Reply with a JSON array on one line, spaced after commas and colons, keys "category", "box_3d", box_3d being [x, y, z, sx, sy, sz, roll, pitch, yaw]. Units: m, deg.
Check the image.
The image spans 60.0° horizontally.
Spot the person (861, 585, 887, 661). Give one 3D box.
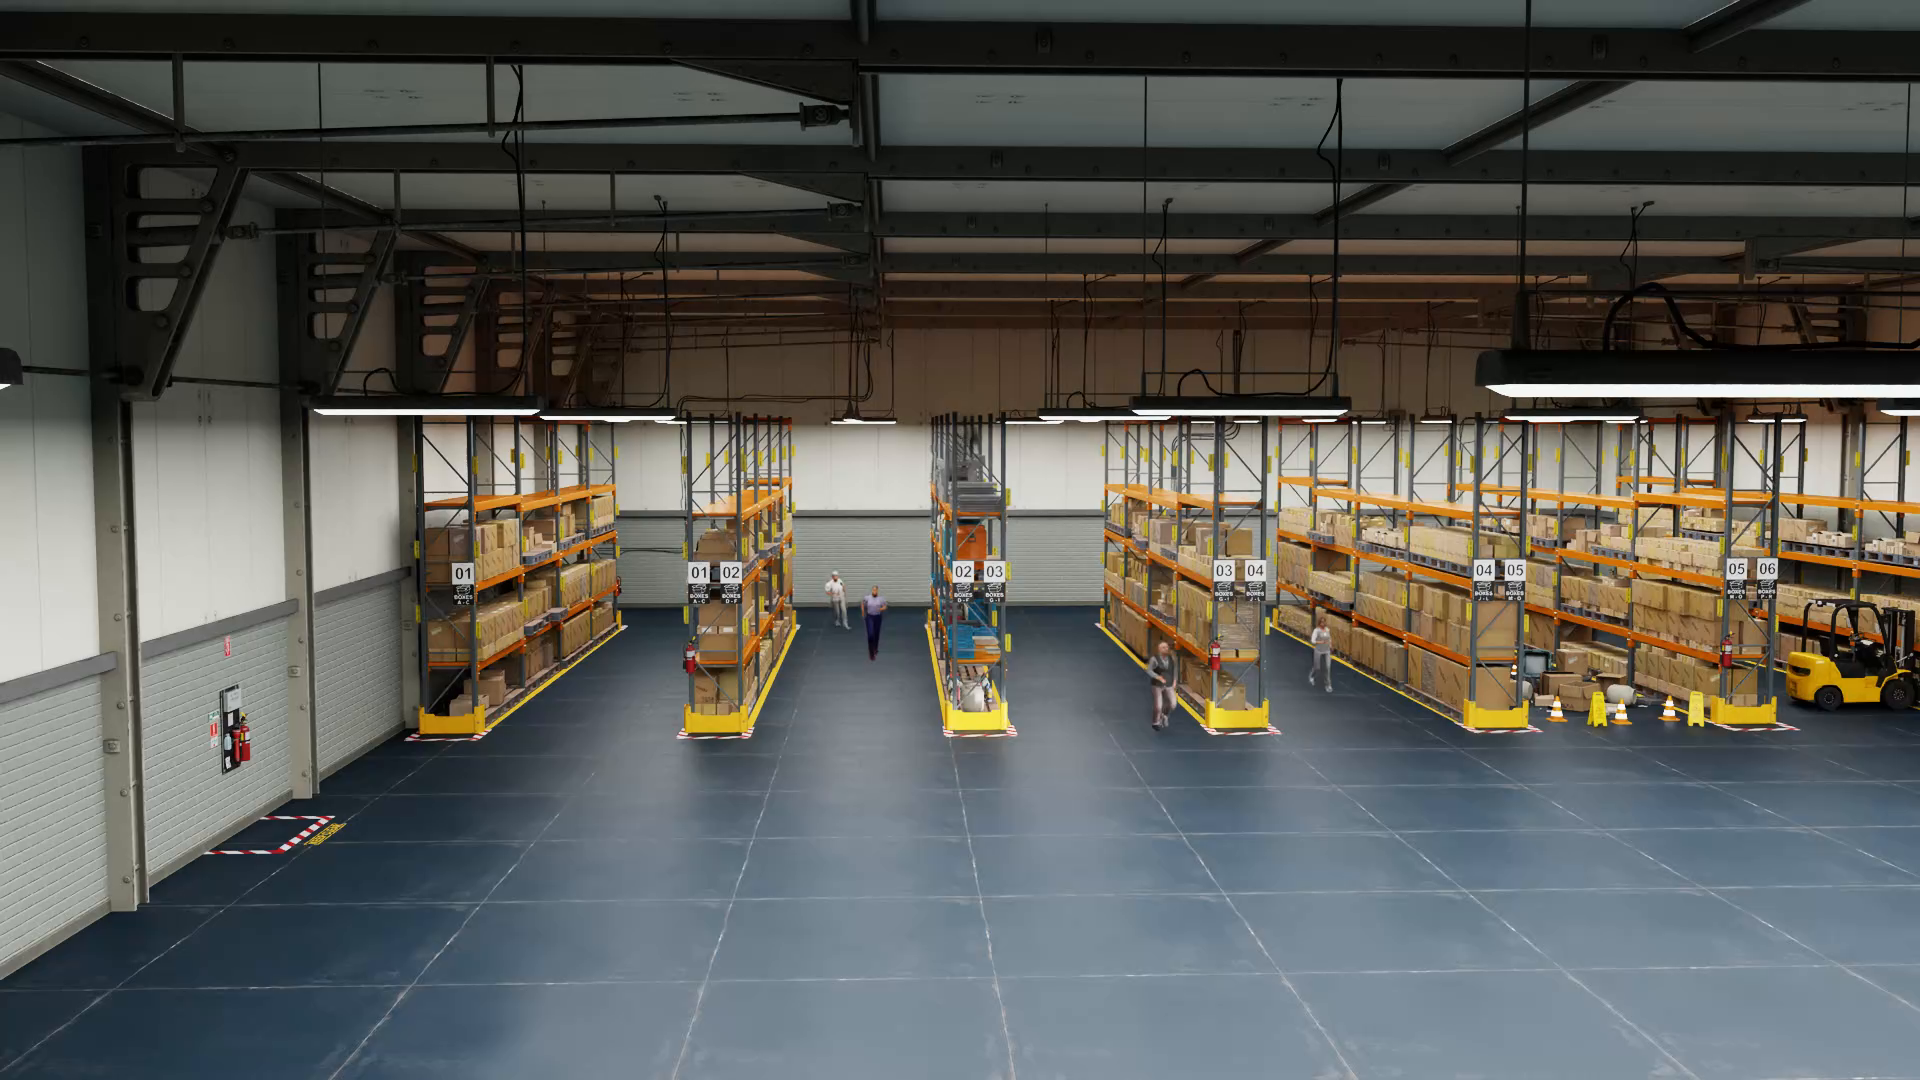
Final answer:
[{"category": "person", "box_3d": [-2.028, 1.954, 39.474, 0.570, 1.770, 0.789, -1, 4, -14]}]

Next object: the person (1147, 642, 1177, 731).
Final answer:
[{"category": "person", "box_3d": [3.835, 2.760, 31.244, 0.688, 1.683, 0.649, -1, 4, -17]}]

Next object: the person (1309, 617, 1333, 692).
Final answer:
[{"category": "person", "box_3d": [7.853, 2.459, 36.076, 0.544, 1.586, 0.878, -1, 4, -12]}]

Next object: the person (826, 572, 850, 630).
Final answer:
[{"category": "person", "box_3d": [-3.525, 1.706, 47.236, 0.636, 1.627, 0.870, -2, 4, -25]}]
